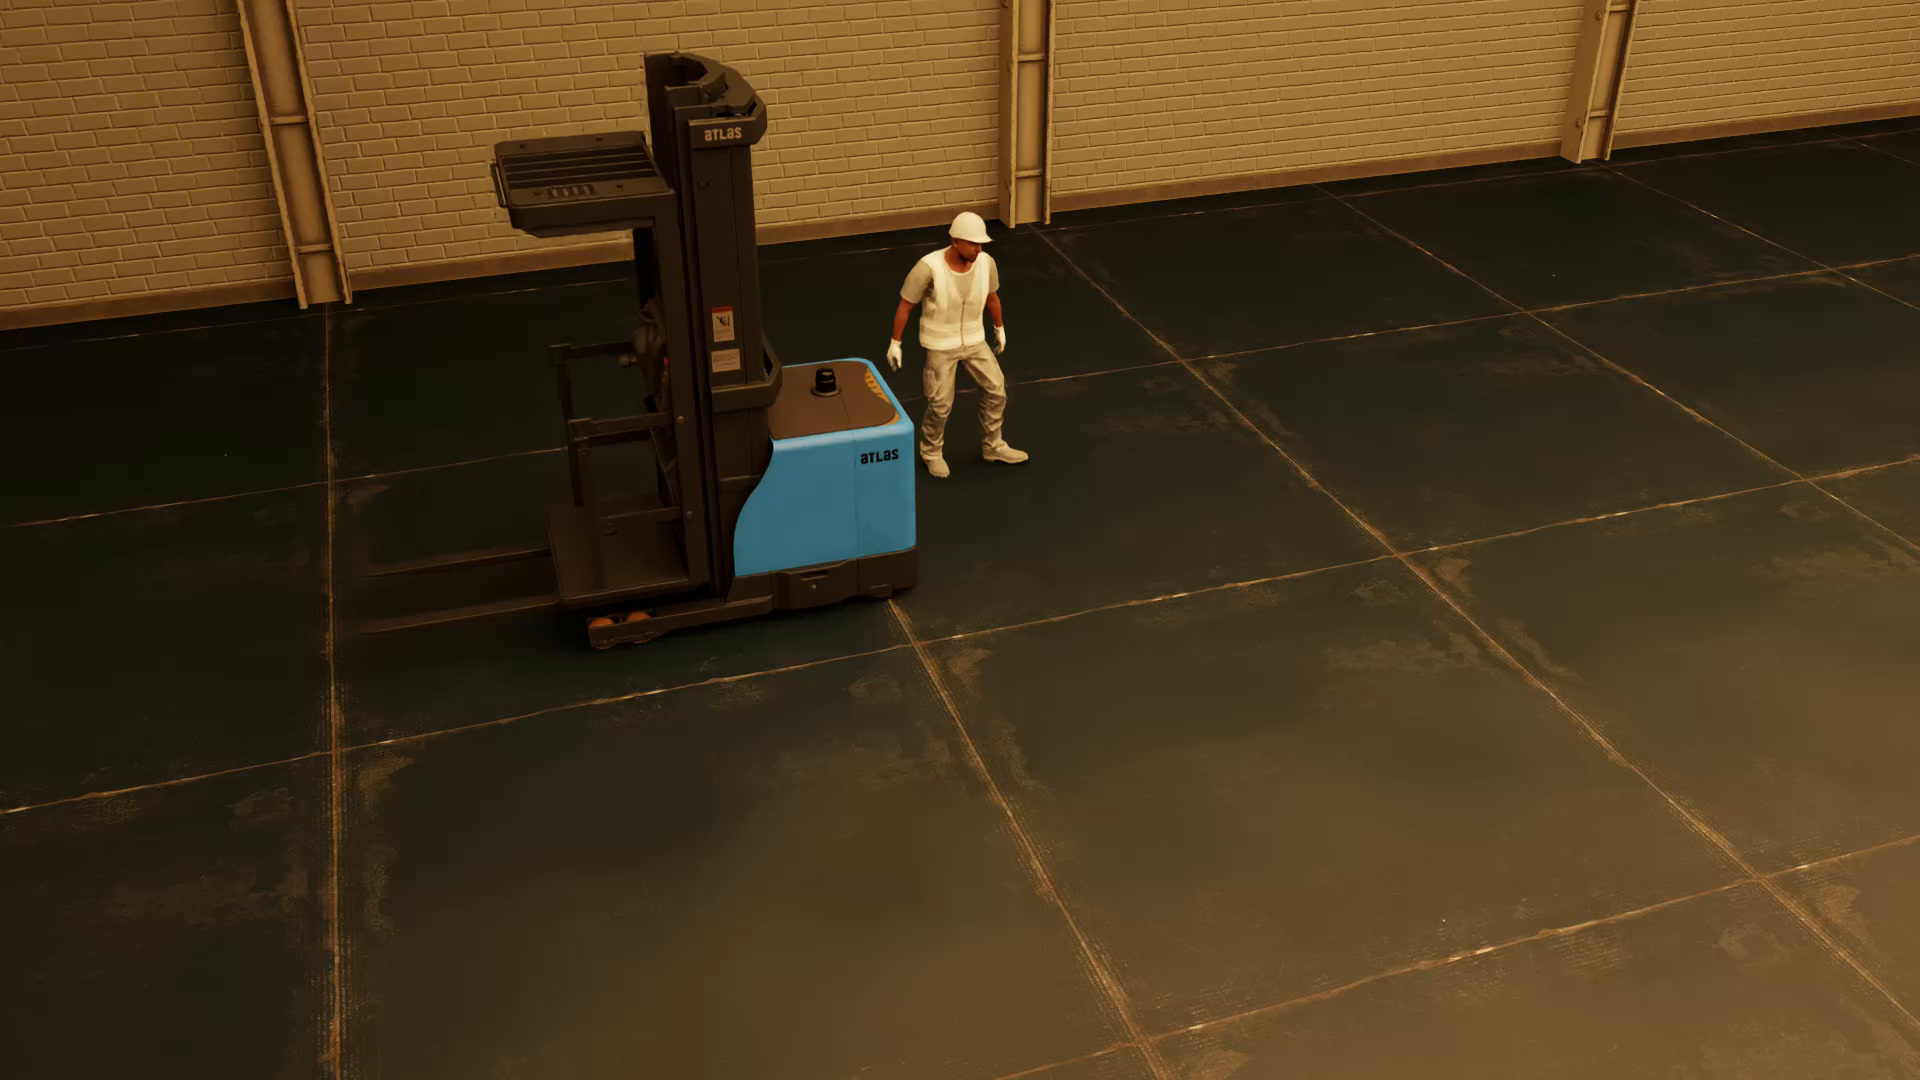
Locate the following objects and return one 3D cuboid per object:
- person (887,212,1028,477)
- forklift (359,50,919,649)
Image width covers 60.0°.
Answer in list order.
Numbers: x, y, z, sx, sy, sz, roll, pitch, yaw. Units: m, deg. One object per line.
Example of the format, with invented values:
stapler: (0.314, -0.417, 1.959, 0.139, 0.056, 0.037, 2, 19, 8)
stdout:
person: (-0.003, -1.219, 10.405, 0.887, 1.746, 0.443, -14, 33, -23)
forklift: (-1.810, -0.974, 8.780, 3.031, 2.935, 1.130, -9, 31, -15)
